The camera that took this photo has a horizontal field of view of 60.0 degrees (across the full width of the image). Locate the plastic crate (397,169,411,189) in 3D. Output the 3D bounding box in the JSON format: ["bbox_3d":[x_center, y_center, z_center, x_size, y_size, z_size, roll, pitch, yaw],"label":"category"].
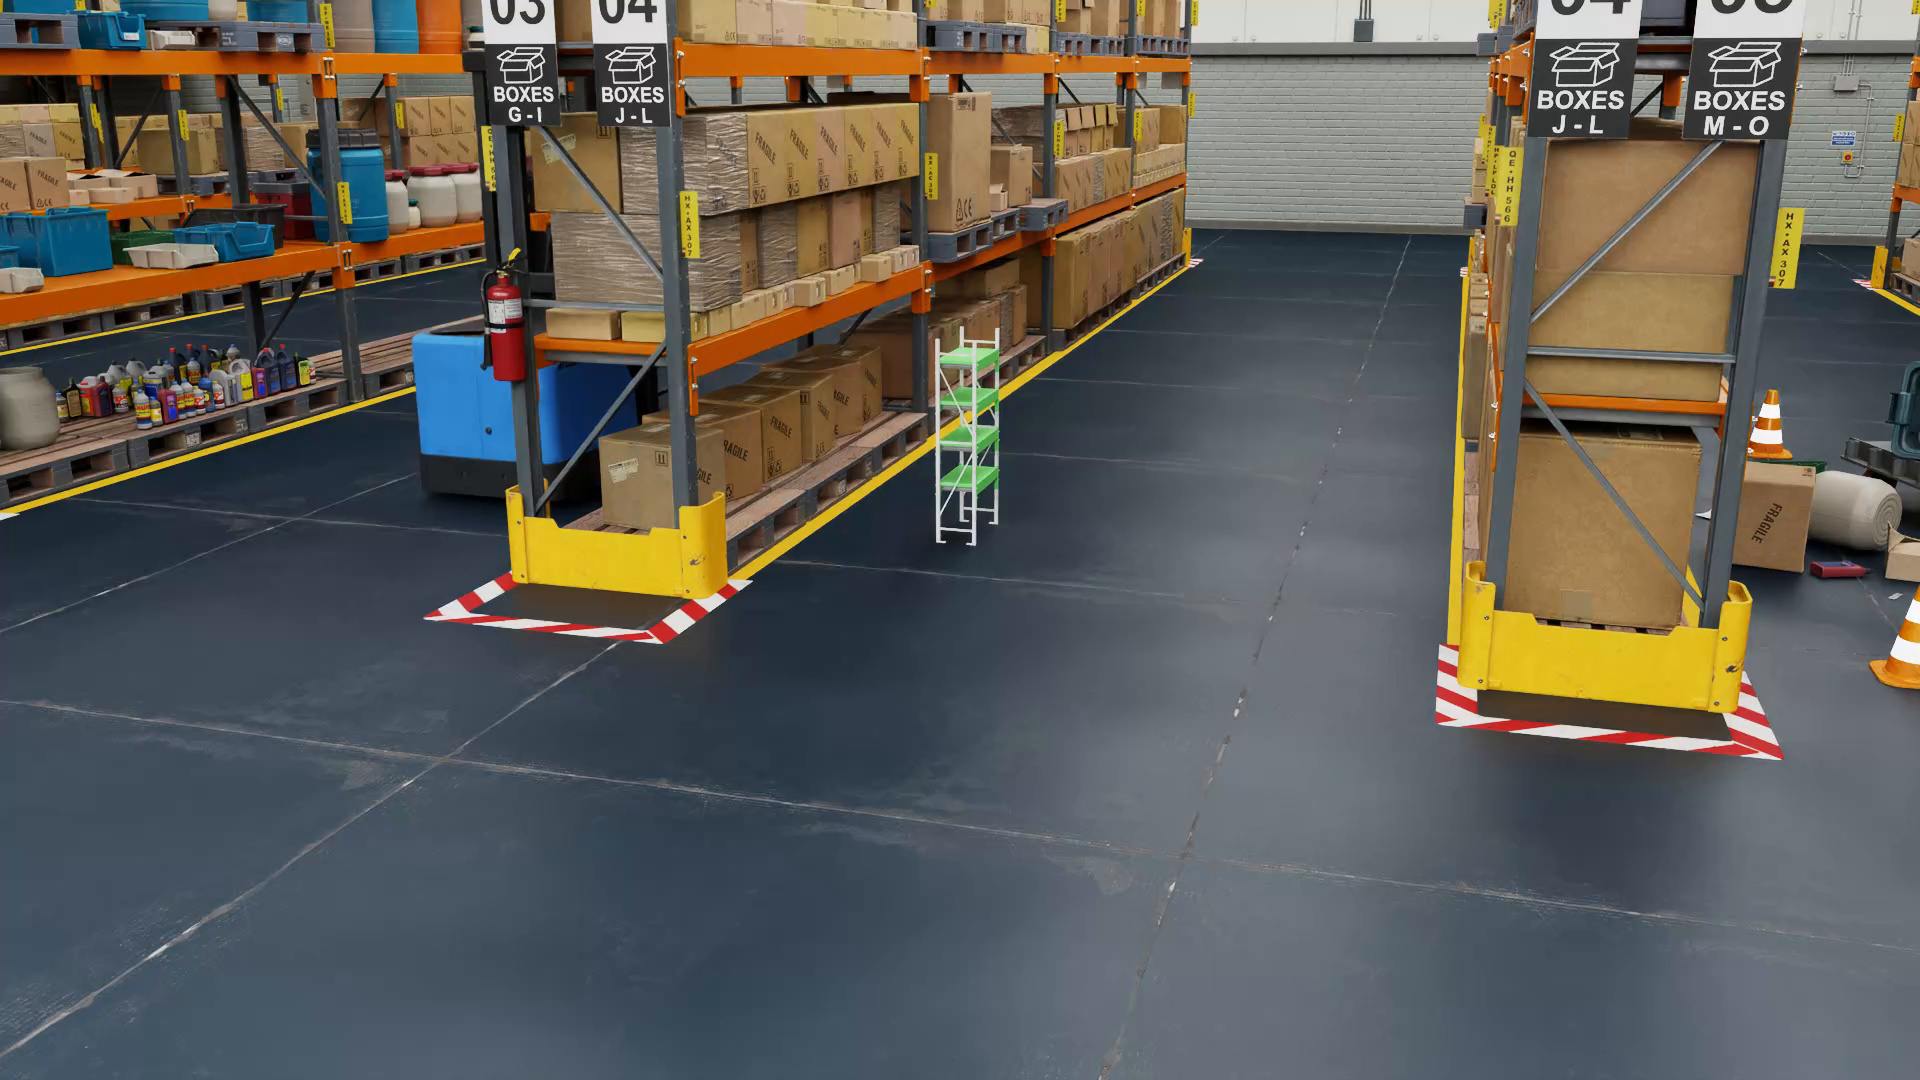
[{"bbox_3d":[-5.098,-3.306,15.871,0.402,0.464,0.583,5,16,16],"label":"plastic crate"}]

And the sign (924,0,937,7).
[{"bbox_3d":[-0.211,-3.895,11.622,0.100,0.325,0.005,5,16,16],"label":"sign"}]

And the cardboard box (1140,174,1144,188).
[{"bbox_3d":[2.018,-4.336,20.081,0.380,0.149,0.250,4,16,14],"label":"cardboard box"}]

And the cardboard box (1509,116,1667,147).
[{"bbox_3d":[3.856,-2.331,10.295,0.875,0.550,0.550,5,16,16],"label":"cardboard box"}]

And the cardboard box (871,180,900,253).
[{"bbox_3d":[-0.920,-2.322,11.791,0.875,0.500,0.500,5,16,16],"label":"cardboard box"}]

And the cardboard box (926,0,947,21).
[{"bbox_3d":[-0.505,-4.054,12.169,0.797,0.503,0.637,4,16,13],"label":"cardboard box"}]

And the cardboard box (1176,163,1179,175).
[{"bbox_3d":[2.747,-5.010,22.455,0.380,0.149,0.250,5,16,16],"label":"cardboard box"}]

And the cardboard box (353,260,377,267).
[{"bbox_3d":[-7.970,-3.835,21.628,0.500,0.500,0.500,5,16,16],"label":"cardboard box"}]

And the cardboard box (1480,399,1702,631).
[{"bbox_3d":[2.986,-0.149,7.980,0.875,0.875,0.875,5,17,16],"label":"cardboard box"}]

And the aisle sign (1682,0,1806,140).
[{"bbox_3d":[3.124,-1.995,6.602,0.394,0.787,0.004,5,16,16],"label":"aisle sign"}]

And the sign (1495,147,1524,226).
[{"bbox_3d":[2.341,-1.503,7.075,0.100,0.325,0.005,5,16,16],"label":"sign"}]

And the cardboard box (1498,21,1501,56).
[{"bbox_3d":[5.325,-4.802,15.581,0.500,0.500,0.500,5,16,16],"label":"cardboard box"}]

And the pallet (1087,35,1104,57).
[{"bbox_3d":[0.851,-5.108,17.190,1.003,0.211,1.213,5,17,18],"label":"pallet"}]

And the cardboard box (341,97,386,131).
[{"bbox_3d":[-8.061,-5.787,22.721,0.500,0.500,0.500,5,17,16],"label":"cardboard box"}]

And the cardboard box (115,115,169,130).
[{"bbox_3d":[-12.324,-5.965,24.812,0.980,0.700,0.700,4,16,14],"label":"cardboard box"}]

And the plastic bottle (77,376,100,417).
[{"bbox_3d":[-6.419,-1.061,12.258,0.152,0.276,0.135,5,17,16],"label":"plastic bottle"}]

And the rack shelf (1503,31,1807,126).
[{"bbox_3d":[3.425,-2.406,8.638,1.077,0.370,4.000,5,16,16],"label":"rack shelf"}]

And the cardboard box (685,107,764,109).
[{"bbox_3d":[-1.519,-2.425,10.320,0.500,0.500,0.500,5,16,16],"label":"cardboard box"}]

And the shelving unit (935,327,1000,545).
[{"bbox_3d":[0.047,-0.621,9.818,0.258,1.200,0.503,5,16,16],"label":"shelving unit"}]

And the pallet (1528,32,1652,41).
[{"bbox_3d":[4.207,-3.427,11.270,0.805,0.209,1.217,4,16,14],"label":"pallet"}]

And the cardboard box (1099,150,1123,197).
[{"bbox_3d":[1.522,-4.112,18.648,0.500,0.500,0.500,5,17,18],"label":"cardboard box"}]

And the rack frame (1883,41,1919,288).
[{"bbox_3d":[12.178,-4.615,20.602,1.000,3.000,0.127,5,16,16],"label":"rack frame"}]

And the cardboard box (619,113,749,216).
[{"bbox_3d":[-1.452,-1.992,8.796,0.500,0.500,0.500,5,16,16],"label":"cardboard box"}]

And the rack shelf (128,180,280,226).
[{"bbox_3d":[-8.525,-4.237,20.587,1.077,0.370,4.000,5,16,16],"label":"rack shelf"}]

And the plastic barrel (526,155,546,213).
[{"bbox_3d":[-4.187,-3.595,16.757,0.600,0.536,0.708,5,16,16],"label":"plastic barrel"}]

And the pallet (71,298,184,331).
[{"bbox_3d":[-9.365,-2.506,18.276,1.003,0.211,1.213,5,16,16],"label":"pallet"}]

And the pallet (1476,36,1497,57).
[{"bbox_3d":[5.989,-5.125,17.249,1.213,0.211,1.003,5,16,16],"label":"pallet"}]

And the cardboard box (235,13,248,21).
[{"bbox_3d":[-8.709,-5.937,19.583,0.910,0.500,0.500,5,16,16],"label":"cardboard box"}]

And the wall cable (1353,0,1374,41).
[{"bbox_3d":[7.589,-11.029,26.327,2.277,5.999,0.120,5,16,16],"label":"wall cable"}]

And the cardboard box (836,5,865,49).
[{"bbox_3d":[-0.911,-3.206,10.412,0.500,0.250,0.500,5,16,15],"label":"cardboard box"}]

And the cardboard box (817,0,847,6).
[{"bbox_3d":[-0.918,-3.354,10.204,0.380,0.149,0.250,5,17,18],"label":"cardboard box"}]

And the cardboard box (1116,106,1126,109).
[{"bbox_3d":[1.998,-5.444,21.880,0.500,0.500,0.500,4,16,14],"label":"cardboard box"}]

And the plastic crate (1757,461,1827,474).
[{"bbox_3d":[5.200,-0.361,10.651,0.662,0.188,0.450,-15,11,-41],"label":"plastic crate"}]

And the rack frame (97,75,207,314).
[{"bbox_3d":[-9.093,-4.059,18.644,1.000,3.000,0.127,5,16,16],"label":"rack frame"}]

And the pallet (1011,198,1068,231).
[{"bbox_3d":[0.303,-3.003,15.272,1.213,0.211,1.003,5,16,16],"label":"pallet"}]

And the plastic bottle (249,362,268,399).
[{"bbox_3d":[-5.449,-1.246,12.896,0.061,0.283,0.133,6,17,20],"label":"plastic bottle"}]

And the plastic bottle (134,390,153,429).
[{"bbox_3d":[-5.805,-0.931,11.807,0.097,0.271,0.097,0,16,0],"label":"plastic bottle"}]

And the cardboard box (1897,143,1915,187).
[{"bbox_3d":[11.767,-4.560,20.224,0.500,0.500,0.500,4,16,15],"label":"cardboard box"}]

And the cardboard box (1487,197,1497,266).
[{"bbox_3d":[4.029,-2.170,11.800,0.500,0.500,0.500,4,16,15],"label":"cardboard box"}]

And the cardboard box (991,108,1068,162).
[{"bbox_3d":[0.627,-4.011,16.452,0.797,0.503,0.637,5,17,18],"label":"cardboard box"}]

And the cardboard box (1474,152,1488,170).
[{"bbox_3d":[4.830,-3.410,14.957,0.380,0.149,0.250,4,16,14],"label":"cardboard box"}]

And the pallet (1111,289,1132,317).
[{"bbox_3d":[1.393,-2.788,19.270,1.003,0.211,1.213,5,16,16],"label":"pallet"}]

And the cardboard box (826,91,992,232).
[{"bbox_3d":[-0.373,-2.931,12.798,1.000,1.000,1.000,5,17,16],"label":"cardboard box"}]

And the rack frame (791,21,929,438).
[{"bbox_3d":[-0.733,-2.244,12.243,1.000,3.000,0.127,5,16,16],"label":"rack frame"}]

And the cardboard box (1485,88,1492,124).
[{"bbox_3d":[6.574,-5.147,19.918,0.500,0.500,0.500,4,16,14],"label":"cardboard box"}]

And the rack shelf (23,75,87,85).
[{"bbox_3d":[-13.275,-6.063,21.529,1.077,0.370,4.000,5,16,16],"label":"rack shelf"}]

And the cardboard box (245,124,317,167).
[{"bbox_3d":[-8.399,-4.889,20.616,0.700,0.500,0.500,1,16,2],"label":"cardboard box"}]

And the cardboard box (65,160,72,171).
[{"bbox_3d":[-12.581,-5.200,23.088,0.380,0.149,0.250,5,17,17],"label":"cardboard box"}]

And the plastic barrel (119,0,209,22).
[{"bbox_3d":[-5.867,-4.262,12.173,0.600,0.901,0.708,5,16,16],"label":"plastic barrel"}]

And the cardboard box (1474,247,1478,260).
[{"bbox_3d":[6.715,-3.632,21.046,0.380,0.149,0.250,5,17,18],"label":"cardboard box"}]

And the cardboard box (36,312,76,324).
[{"bbox_3d":[-9.441,-2.381,16.996,0.500,0.250,0.500,5,17,17],"label":"cardboard box"}]

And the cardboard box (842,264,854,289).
[{"bbox_3d":[-0.915,-1.721,10.859,0.380,0.149,0.250,5,16,16],"label":"cardboard box"}]

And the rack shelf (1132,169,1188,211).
[{"bbox_3d":[2.109,-4.514,21.565,1.077,0.370,4.000,5,16,16],"label":"rack shelf"}]

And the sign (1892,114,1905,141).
[{"bbox_3d":[11.648,-5.114,20.631,0.100,0.325,0.005,5,16,16],"label":"sign"}]

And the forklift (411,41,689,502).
[{"bbox_3d":[-2.524,-2.007,11.535,1.130,2.935,3.031,5,17,18],"label":"forklift"}]
